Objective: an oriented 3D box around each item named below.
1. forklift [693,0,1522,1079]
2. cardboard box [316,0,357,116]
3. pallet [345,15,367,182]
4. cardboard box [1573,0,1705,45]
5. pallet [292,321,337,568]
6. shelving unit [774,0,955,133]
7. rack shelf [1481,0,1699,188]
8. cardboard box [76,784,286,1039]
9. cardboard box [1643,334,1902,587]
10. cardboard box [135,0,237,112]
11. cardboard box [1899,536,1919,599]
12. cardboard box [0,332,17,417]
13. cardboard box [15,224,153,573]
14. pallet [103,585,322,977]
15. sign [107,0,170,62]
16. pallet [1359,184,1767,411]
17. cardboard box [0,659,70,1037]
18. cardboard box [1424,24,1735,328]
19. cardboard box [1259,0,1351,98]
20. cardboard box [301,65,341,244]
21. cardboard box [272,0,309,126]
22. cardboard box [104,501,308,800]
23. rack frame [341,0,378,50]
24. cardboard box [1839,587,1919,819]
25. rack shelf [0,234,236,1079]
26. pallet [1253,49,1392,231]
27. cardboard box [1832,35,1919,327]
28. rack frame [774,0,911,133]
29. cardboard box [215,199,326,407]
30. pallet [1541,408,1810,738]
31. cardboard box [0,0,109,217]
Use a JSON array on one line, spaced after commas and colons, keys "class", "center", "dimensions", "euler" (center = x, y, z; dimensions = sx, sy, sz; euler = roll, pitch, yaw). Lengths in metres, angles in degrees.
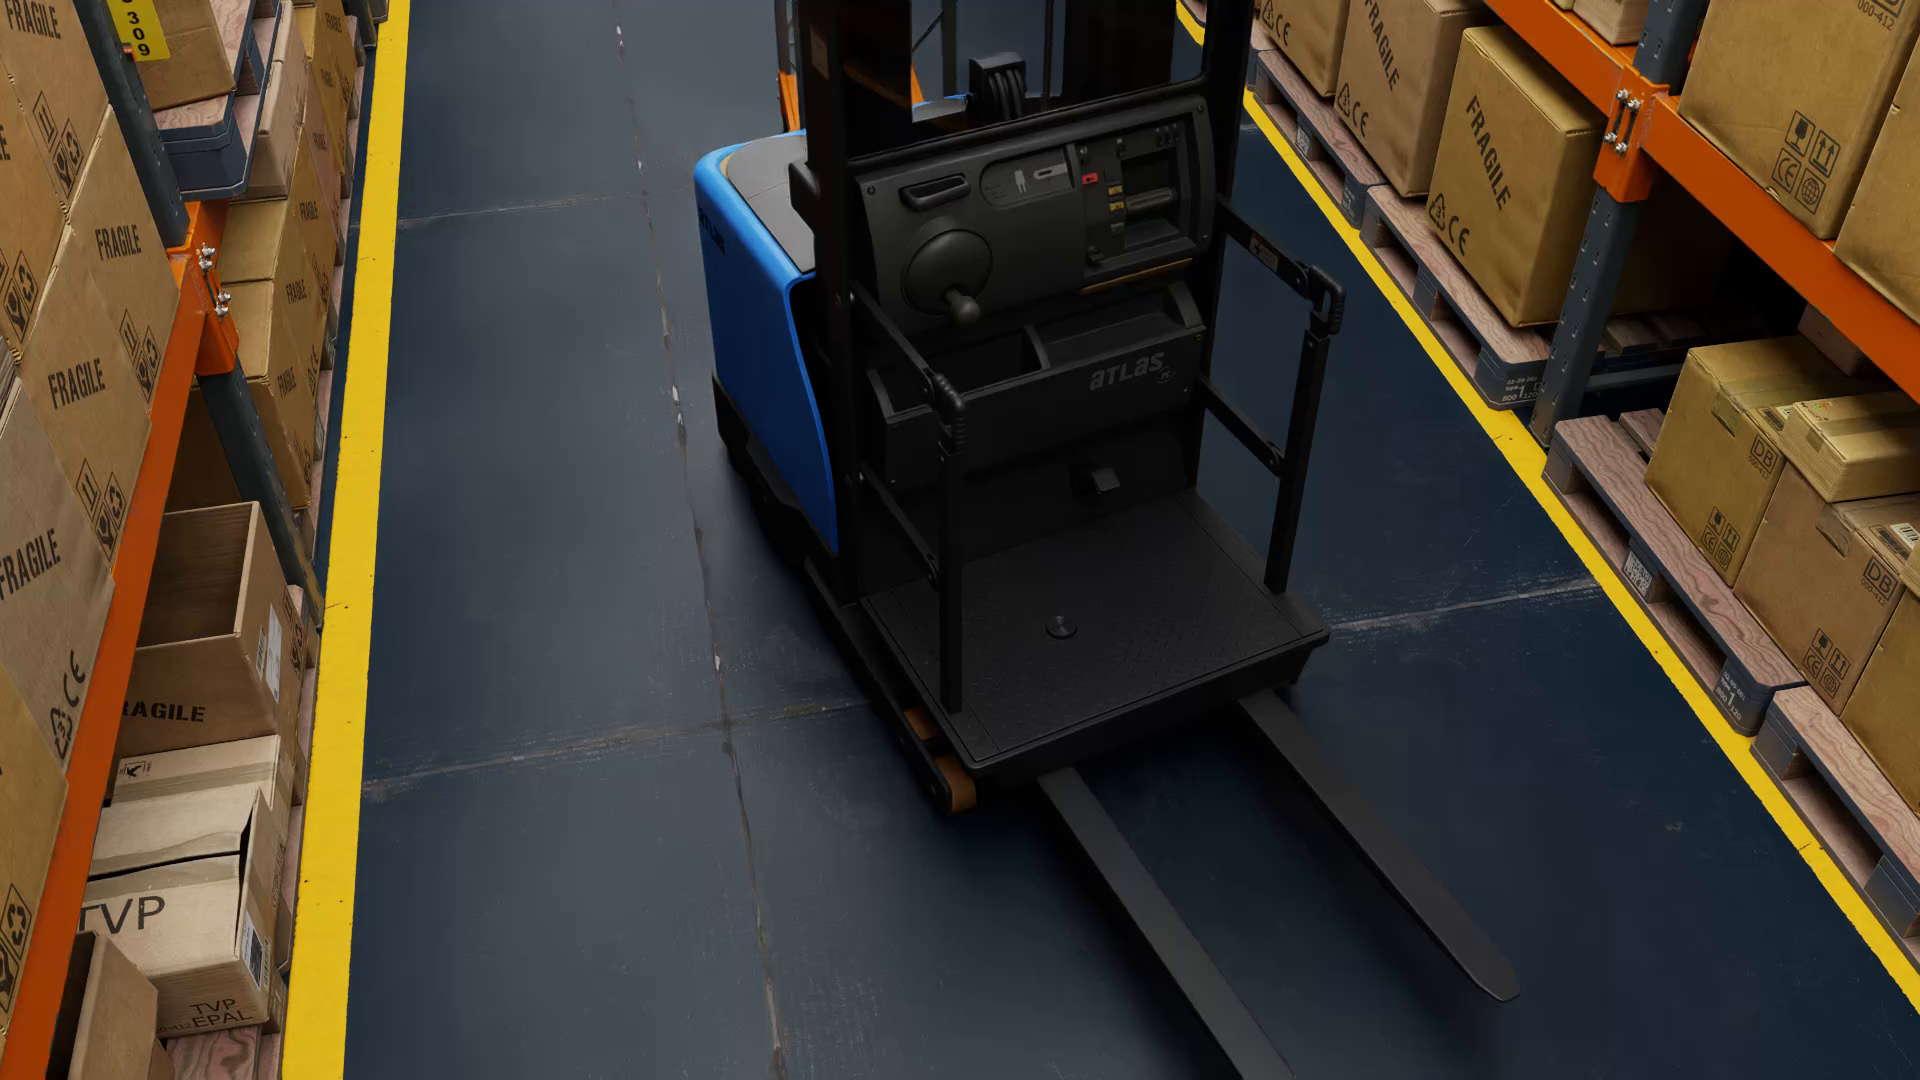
[{"class": "forklift", "center": [0.300, -0.706, 3.838], "dimensions": [1.130, 2.935, 3.031], "euler": [-18, 45, -19]}, {"class": "cardboard box", "center": [-2.830, -2.071, 6.875], "dimensions": [0.500, 0.500, 0.500], "euler": [-7, 42, -8]}, {"class": "pallet", "center": [-3.137, -1.882, 7.211], "dimensions": [1.003, 0.211, 1.213], "euler": [-8, 42, -9]}, {"class": "cardboard box", "center": [2.089, -1.625, 4.996], "dimensions": [0.380, 0.149, 0.250], "euler": [-8, 42, -9]}, {"class": "pallet", "center": [-2.611, -0.300, 5.429], "dimensions": [1.003, 0.211, 1.213], "euler": [-8, 42, -9]}, {"class": "shelving unit", "center": [-0.347, -1.525, 5.838], "dimensions": [0.587, 1.500, 1.083], "euler": [-6, 42, -7]}, {"class": "rack shelf", "center": [2.006, -2.561, 6.417], "dimensions": [1.077, 0.370, 4.000], "euler": [-8, 42, -9]}, {"class": "cardboard box", "center": [-1.836, 0.835, 3.744], "dimensions": [0.500, 0.311, 0.500], "euler": [-8, 42, -9]}, {"class": "cardboard box", "center": [2.499, -0.256, 4.846], "dimensions": [0.700, 0.500, 0.500], "euler": [-8, 42, -9]}, {"class": "cardboard box", "center": [-2.282, -1.355, 4.125], "dimensions": [0.700, 0.500, 0.500], "euler": [-23, 46, -23]}, {"class": "cardboard box", "center": [2.508, 0.088, 3.970], "dimensions": [0.380, 0.149, 0.250], "euler": [-9, 42, -11]}, {"class": "cardboard box", "center": [-1.814, -0.283, 2.481], "dimensions": [0.500, 0.500, 0.500], "euler": [-8, 42, -9]}, {"class": "cardboard box", "center": [-1.927, -0.237, 3.182], "dimensions": [0.500, 0.500, 0.500], "euler": [-7, 42, -8]}, {"class": "pallet", "center": [-2.251, 0.667, 4.340], "dimensions": [1.003, 0.211, 1.213], "euler": [-8, 42, -9]}, {"class": "sign", "center": [-1.870, -1.228, 3.721], "dimensions": [0.100, 0.325, 0.005], "euler": [-8, 42, -9]}, {"class": "pallet", "center": [2.198, -0.980, 6.195], "dimensions": [1.003, 0.211, 1.213], "euler": [-8, 42, -9]}, {"class": "cardboard box", "center": [-1.701, 0.425, 2.436], "dimensions": [0.500, 0.500, 0.500], "euler": [-8, 42, -9]}, {"class": "cardboard box", "center": [2.171, -1.289, 5.746], "dimensions": [0.750, 0.750, 0.750], "euler": [-8, 42, -9]}, {"class": "cardboard box", "center": [1.788, -2.415, 7.014], "dimensions": [0.750, 0.750, 0.750], "euler": [-9, 42, -9]}, {"class": "cardboard box", "center": [-2.600, -1.396, 6.115], "dimensions": [0.500, 0.500, 0.500], "euler": [-10, 43, -11]}, {"class": "cardboard box", "center": [-2.589, -1.653, 5.839], "dimensions": [0.500, 0.250, 0.500], "euler": [-9, 42, -10]}, {"class": "cardboard box", "center": [-1.998, 0.278, 4.229], "dimensions": [0.500, 0.500, 0.500], "euler": [-8, 42, -9]}, {"class": "rack frame", "center": [-3.262, -3.414, 6.836], "dimensions": [1.000, 3.000, 0.127], "euler": [-8, 42, -9]}, {"class": "cardboard box", "center": [2.713, 0.403, 4.103], "dimensions": [0.700, 0.500, 0.500], "euler": [-7, 42, -8]}, {"class": "rack shelf", "center": [-1.966, 0.744, 2.694], "dimensions": [1.077, 0.370, 4.000], "euler": [-8, 42, -9]}, {"class": "pallet", "center": [1.931, -1.772, 7.087], "dimensions": [1.003, 0.211, 1.213], "euler": [-8, 42, -9]}, {"class": "cardboard box", "center": [2.691, -0.818, 3.685], "dimensions": [0.980, 0.700, 0.700], "euler": [-9, 42, -10]}, {"class": "rack frame", "center": [-0.433, -1.864, 6.220], "dimensions": [0.500, 1.500, 0.032], "euler": [-6, 42, -7]}, {"class": "cardboard box", "center": [-2.391, -0.743, 5.379], "dimensions": [0.500, 0.500, 0.500], "euler": [-8, 42, -9]}, {"class": "pallet", "center": [2.526, 0.014, 5.076], "dimensions": [1.003, 0.211, 1.213], "euler": [-8, 42, -9]}, {"class": "cardboard box", "center": [-2.036, -0.942, 3.223], "dimensions": [0.500, 0.500, 0.500], "euler": [-8, 42, -9]}]
